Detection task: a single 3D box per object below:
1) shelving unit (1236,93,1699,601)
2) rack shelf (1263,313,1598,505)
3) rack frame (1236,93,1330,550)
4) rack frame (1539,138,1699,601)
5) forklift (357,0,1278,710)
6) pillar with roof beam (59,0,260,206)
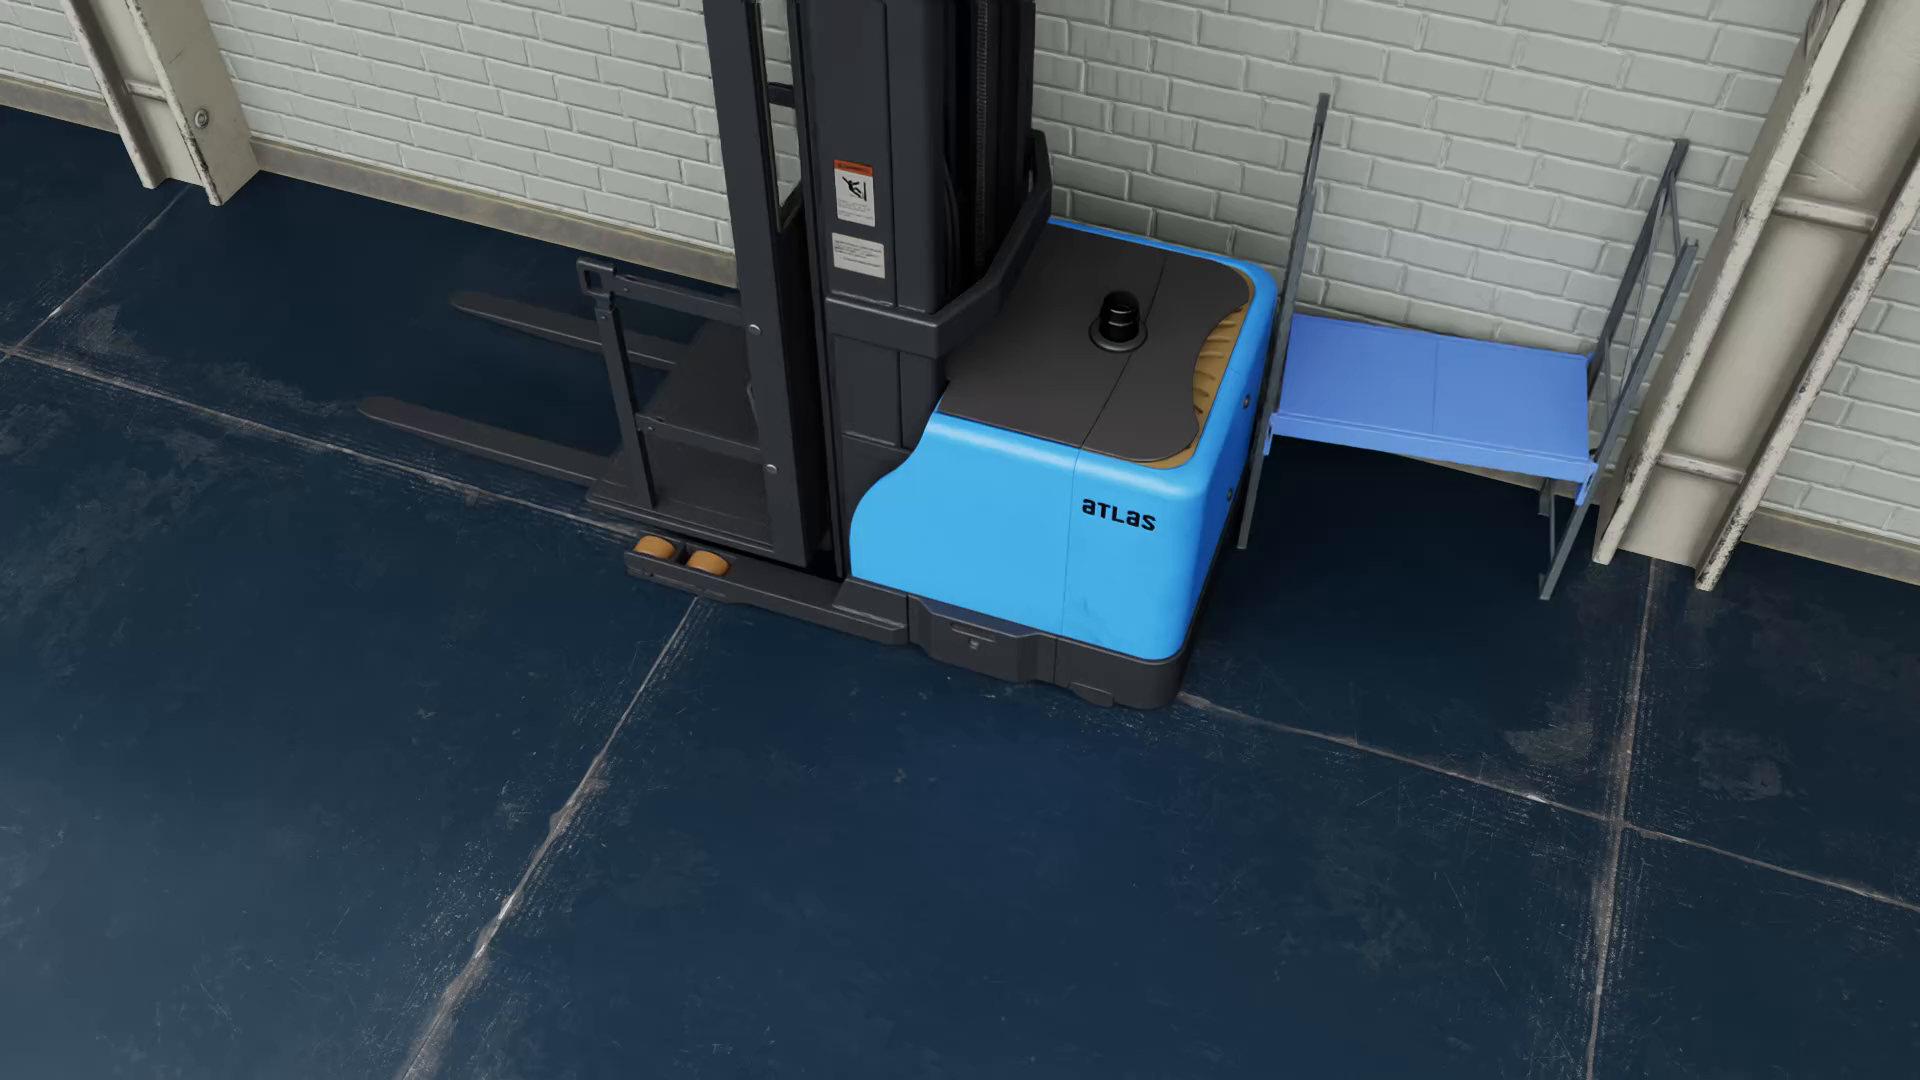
[{"bbox_3d":[1.518,-0.559,5.242,1.048,1.500,0.538,10,50,8],"label":"shelving unit"},{"bbox_3d":[1.518,-0.441,5.378,1.000,0.185,0.538,10,50,8],"label":"rack shelf"},{"bbox_3d":[1.022,-0.643,5.315,0.032,1.500,0.500,10,50,8],"label":"rack frame"},{"bbox_3d":[2.014,-0.474,5.168,0.032,1.500,0.500,10,50,8],"label":"rack frame"},{"bbox_3d":[-0.592,-1.123,4.784,3.031,2.935,1.130,15,51,13],"label":"forklift"},{"bbox_3d":[-4.720,-1.453,1.054,0.400,9.000,9.100,16,51,13],"label":"pillar with roof beam"}]
